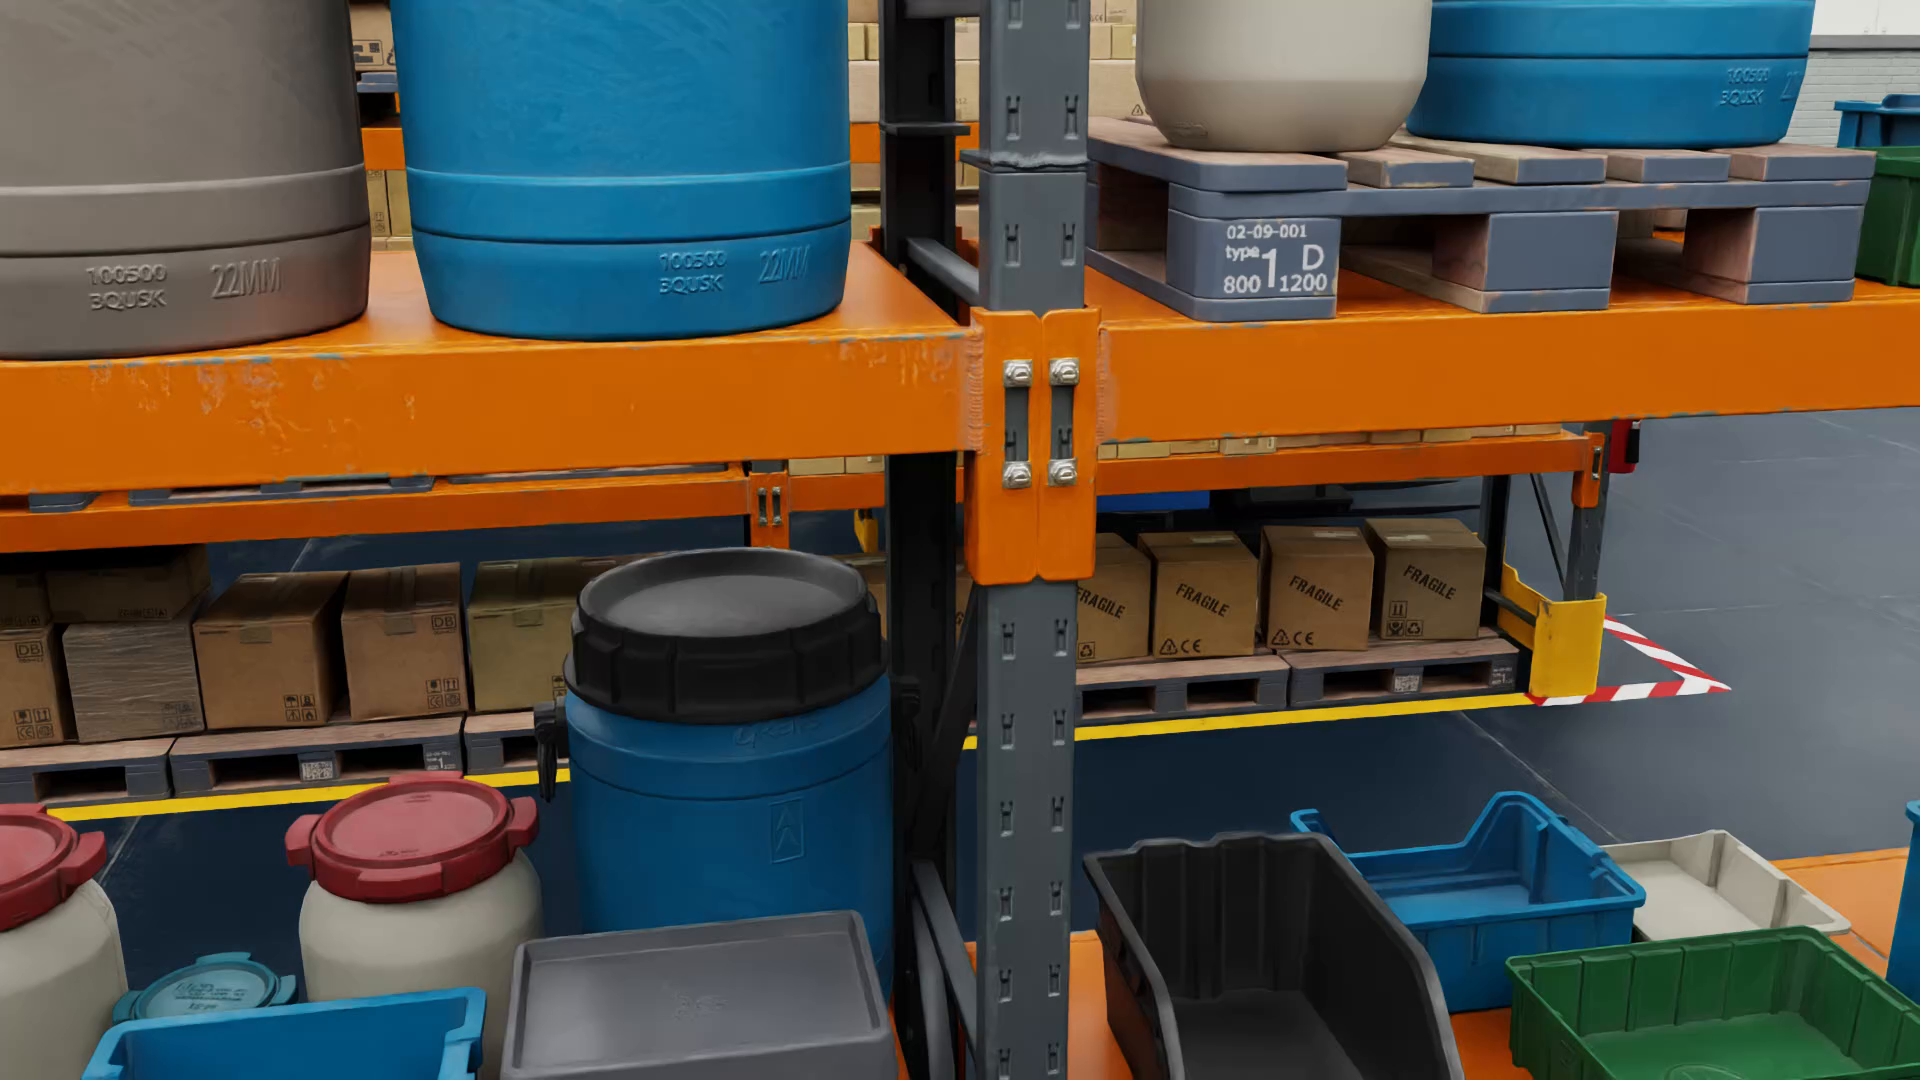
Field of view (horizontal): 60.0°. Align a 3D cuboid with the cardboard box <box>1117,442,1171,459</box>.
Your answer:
[{"bbox_3d":[0.807,-0.498,7.751,0.250,0.149,0.380,-3,17,-10],"label":"cardboard box"}]

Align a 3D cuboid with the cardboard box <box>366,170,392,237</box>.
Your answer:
[{"bbox_3d":[-4.258,-2.423,11.719,0.500,0.500,0.700,-4,17,-11],"label":"cardboard box"}]

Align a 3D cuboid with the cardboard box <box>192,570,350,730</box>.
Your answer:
[{"bbox_3d":[-3.107,0.491,7.612,0.500,0.500,0.700,-2,17,-6],"label":"cardboard box"}]

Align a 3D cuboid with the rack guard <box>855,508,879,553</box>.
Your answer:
[{"bbox_3d":[-0.603,-0.095,10.692,0.087,0.250,0.587,-3,17,-10],"label":"rack guard"}]

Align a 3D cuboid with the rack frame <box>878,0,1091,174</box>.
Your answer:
[{"bbox_3d":[0.008,-2.045,2.143,0.127,3.000,1.000,-3,17,-10],"label":"rack frame"}]

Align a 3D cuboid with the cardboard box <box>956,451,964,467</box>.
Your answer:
[{"bbox_3d":[0.069,-0.459,7.625,0.250,0.149,0.380,-3,17,-10],"label":"cardboard box"}]

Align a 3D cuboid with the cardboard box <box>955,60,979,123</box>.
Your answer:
[{"bbox_3d":[0.078,-1.949,7.196,0.500,0.250,0.500,-3,17,-11],"label":"cardboard box"}]

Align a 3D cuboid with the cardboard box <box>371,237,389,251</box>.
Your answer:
[{"bbox_3d":[-4.214,-1.870,11.620,0.500,0.500,0.500,-3,17,-10],"label":"cardboard box"}]

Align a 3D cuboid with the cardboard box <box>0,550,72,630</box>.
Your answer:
[{"bbox_3d":[-4.206,0.198,7.289,0.500,0.250,0.500,-3,17,-8],"label":"cardboard box"}]

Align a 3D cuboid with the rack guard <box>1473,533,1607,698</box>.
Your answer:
[{"bbox_3d":[2.922,0.371,8.751,0.348,0.500,1.175,-3,17,-10],"label":"rack guard"}]

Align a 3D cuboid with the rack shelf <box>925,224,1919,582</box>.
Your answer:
[{"bbox_3d":[1.972,-0.379,3.052,4.000,0.370,1.077,-3,17,-10],"label":"rack shelf"}]

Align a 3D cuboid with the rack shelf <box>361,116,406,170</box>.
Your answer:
[{"bbox_3d":[-2.895,-1.584,6.975,4.000,0.370,1.077,-3,17,-10],"label":"rack shelf"}]

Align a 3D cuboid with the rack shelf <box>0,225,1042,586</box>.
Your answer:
[{"bbox_3d":[-1.955,-0.156,2.326,4.000,0.370,1.077,-3,17,-10],"label":"rack shelf"}]

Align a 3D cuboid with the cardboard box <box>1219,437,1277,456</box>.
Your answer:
[{"bbox_3d":[1.303,-0.518,7.819,0.250,0.149,0.380,-3,17,-10],"label":"cardboard box"}]

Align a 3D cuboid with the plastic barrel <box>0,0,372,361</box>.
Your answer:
[{"bbox_3d":[-1.092,-0.723,2.095,0.600,0.901,0.600,0,17,0],"label":"plastic barrel"}]

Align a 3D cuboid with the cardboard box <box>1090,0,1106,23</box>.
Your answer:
[{"bbox_3d":[0.743,-3.853,12.002,0.500,0.250,0.500,-3,17,-11],"label":"cardboard box"}]

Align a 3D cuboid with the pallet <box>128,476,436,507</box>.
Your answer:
[{"bbox_3d":[-2.923,-0.413,7.373,1.213,0.211,1.003,-3,17,-10],"label":"pallet"}]

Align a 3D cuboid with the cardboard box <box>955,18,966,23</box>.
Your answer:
[{"bbox_3d":[-0.249,-3.797,11.818,0.500,0.250,0.500,-3,17,-11],"label":"cardboard box"}]

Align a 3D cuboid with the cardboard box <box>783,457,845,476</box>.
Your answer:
[{"bbox_3d":[-0.663,-0.410,7.466,0.250,0.149,0.380,-3,17,-10],"label":"cardboard box"}]

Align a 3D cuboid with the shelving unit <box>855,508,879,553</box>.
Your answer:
[{"bbox_3d":[-0.112,-0.718,10.592,1.083,1.500,0.587,-3,17,-10],"label":"shelving unit"}]

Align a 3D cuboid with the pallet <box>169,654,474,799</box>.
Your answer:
[{"bbox_3d":[-2.896,0.841,7.715,1.213,0.211,1.003,-3,17,-10],"label":"pallet"}]

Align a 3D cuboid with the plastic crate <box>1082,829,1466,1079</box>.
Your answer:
[{"bbox_3d":[0.547,0.860,3.008,0.504,0.338,0.767,-3,17,-10],"label":"plastic crate"}]

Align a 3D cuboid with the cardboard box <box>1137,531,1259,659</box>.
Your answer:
[{"bbox_3d":[1.181,0.269,8.369,0.500,0.500,0.500,-2,17,-5],"label":"cardboard box"}]

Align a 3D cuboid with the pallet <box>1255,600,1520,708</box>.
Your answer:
[{"bbox_3d":[2.117,0.545,8.679,1.213,0.211,1.003,-3,17,-10],"label":"pallet"}]

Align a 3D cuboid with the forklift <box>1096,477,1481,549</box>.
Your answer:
[{"bbox_3d":[1.950,-1.466,10.593,3.031,2.935,1.130,-2,17,-6],"label":"forklift"}]

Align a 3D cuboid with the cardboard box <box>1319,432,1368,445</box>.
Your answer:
[{"bbox_3d":[1.773,-0.578,8.014,0.250,0.149,0.380,-3,17,-10],"label":"cardboard box"}]

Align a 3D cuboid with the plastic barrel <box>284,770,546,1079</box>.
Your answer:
[{"bbox_3d":[-0.972,0.748,3.036,0.433,0.535,0.433,0,17,0],"label":"plastic barrel"}]

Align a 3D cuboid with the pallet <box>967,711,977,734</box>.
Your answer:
[{"bbox_3d":[-0.278,0.680,8.237,1.213,0.211,1.003,-3,17,-10],"label":"pallet"}]

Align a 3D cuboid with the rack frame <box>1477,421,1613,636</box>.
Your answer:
[{"bbox_3d":[2.996,-0.828,8.398,0.127,3.000,1.000,-3,17,-10],"label":"rack frame"}]

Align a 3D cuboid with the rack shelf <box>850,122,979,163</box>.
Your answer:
[{"bbox_3d":[1.033,-1.806,7.700,4.000,0.370,1.077,-3,17,-10],"label":"rack shelf"}]

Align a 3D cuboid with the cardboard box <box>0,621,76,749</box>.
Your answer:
[{"bbox_3d":[-4.204,0.559,7.390,0.500,0.500,0.700,-4,18,-13],"label":"cardboard box"}]

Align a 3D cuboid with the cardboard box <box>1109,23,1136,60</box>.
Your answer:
[{"bbox_3d":[0.720,-2.170,7.237,0.250,0.149,0.380,-4,17,-12],"label":"cardboard box"}]

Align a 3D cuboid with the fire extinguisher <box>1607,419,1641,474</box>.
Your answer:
[{"bbox_3d":[3.196,-0.664,7.997,0.183,0.674,0.296,-3,17,-10],"label":"fire extinguisher"}]

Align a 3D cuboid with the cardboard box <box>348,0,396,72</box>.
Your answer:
[{"bbox_3d":[-2.336,-2.239,6.991,0.637,0.503,0.797,-3,17,-8],"label":"cardboard box"}]

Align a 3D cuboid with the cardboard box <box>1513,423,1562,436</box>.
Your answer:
[{"bbox_3d":[2.756,-0.632,8.189,0.250,0.149,0.380,-3,17,-10],"label":"cardboard box"}]

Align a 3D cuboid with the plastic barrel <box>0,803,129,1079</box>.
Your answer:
[{"bbox_3d":[-1.693,0.789,2.903,0.433,0.535,0.433,0,17,0],"label":"plastic barrel"}]

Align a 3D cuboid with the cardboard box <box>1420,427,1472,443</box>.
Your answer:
[{"bbox_3d":[2.274,-0.590,8.051,0.250,0.149,0.380,-3,17,-10],"label":"cardboard box"}]

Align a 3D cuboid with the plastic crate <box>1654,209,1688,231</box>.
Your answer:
[{"bbox_3d":[1.508,-0.691,3.293,0.396,0.136,0.243,-3,17,-10],"label":"plastic crate"}]

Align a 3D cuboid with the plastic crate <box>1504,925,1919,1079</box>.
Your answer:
[{"bbox_3d":[1.395,0.930,3.036,0.662,0.188,0.450,-3,17,-10],"label":"plastic crate"}]

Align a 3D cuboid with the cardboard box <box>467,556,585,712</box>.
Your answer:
[{"bbox_3d":[-2.010,0.429,7.815,0.500,0.500,0.700,-3,17,-11],"label":"cardboard box"}]

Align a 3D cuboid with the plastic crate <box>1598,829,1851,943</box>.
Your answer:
[{"bbox_3d":[1.555,0.785,3.595,0.437,0.136,0.530,-3,17,-10],"label":"plastic crate"}]

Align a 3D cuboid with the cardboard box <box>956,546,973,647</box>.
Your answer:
[{"bbox_3d":[0.030,0.344,8.124,0.500,0.500,0.500,2,17,7],"label":"cardboard box"}]

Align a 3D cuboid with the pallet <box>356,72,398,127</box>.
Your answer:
[{"bbox_3d":[-2.575,-1.887,7.057,1.003,0.211,1.213,-3,17,-10],"label":"pallet"}]

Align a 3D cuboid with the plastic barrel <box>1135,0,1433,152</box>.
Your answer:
[{"bbox_3d":[0.469,-0.833,2.399,0.421,0.512,0.421,0,17,0],"label":"plastic barrel"}]

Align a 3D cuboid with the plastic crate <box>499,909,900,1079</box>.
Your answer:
[{"bbox_3d":[-0.409,0.907,2.639,0.583,0.464,0.402,-3,17,-10],"label":"plastic crate"}]

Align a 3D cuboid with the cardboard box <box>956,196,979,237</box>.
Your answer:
[{"bbox_3d":[0.050,-1.253,7.402,0.500,0.500,0.500,-3,17,-10],"label":"cardboard box"}]

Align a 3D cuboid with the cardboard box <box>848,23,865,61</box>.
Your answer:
[{"bbox_3d":[-0.554,-2.087,6.965,0.250,0.149,0.380,-4,17,-12],"label":"cardboard box"}]

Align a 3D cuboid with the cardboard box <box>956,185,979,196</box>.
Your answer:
[{"bbox_3d":[-0.051,-1.406,7.899,0.500,0.500,0.500,-3,17,-10],"label":"cardboard box"}]

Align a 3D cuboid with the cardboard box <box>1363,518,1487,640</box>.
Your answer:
[{"bbox_3d":[2.380,0.196,8.606,0.500,0.500,0.500,0,17,0],"label":"cardboard box"}]

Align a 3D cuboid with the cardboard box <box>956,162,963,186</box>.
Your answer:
[{"bbox_3d":[-0.330,-2.694,12.378,0.550,0.550,0.875,-3,17,-10],"label":"cardboard box"}]

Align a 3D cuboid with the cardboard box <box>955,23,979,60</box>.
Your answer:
[{"bbox_3d":[-0.034,-2.130,7.107,0.250,0.149,0.380,-3,17,-10],"label":"cardboard box"}]
